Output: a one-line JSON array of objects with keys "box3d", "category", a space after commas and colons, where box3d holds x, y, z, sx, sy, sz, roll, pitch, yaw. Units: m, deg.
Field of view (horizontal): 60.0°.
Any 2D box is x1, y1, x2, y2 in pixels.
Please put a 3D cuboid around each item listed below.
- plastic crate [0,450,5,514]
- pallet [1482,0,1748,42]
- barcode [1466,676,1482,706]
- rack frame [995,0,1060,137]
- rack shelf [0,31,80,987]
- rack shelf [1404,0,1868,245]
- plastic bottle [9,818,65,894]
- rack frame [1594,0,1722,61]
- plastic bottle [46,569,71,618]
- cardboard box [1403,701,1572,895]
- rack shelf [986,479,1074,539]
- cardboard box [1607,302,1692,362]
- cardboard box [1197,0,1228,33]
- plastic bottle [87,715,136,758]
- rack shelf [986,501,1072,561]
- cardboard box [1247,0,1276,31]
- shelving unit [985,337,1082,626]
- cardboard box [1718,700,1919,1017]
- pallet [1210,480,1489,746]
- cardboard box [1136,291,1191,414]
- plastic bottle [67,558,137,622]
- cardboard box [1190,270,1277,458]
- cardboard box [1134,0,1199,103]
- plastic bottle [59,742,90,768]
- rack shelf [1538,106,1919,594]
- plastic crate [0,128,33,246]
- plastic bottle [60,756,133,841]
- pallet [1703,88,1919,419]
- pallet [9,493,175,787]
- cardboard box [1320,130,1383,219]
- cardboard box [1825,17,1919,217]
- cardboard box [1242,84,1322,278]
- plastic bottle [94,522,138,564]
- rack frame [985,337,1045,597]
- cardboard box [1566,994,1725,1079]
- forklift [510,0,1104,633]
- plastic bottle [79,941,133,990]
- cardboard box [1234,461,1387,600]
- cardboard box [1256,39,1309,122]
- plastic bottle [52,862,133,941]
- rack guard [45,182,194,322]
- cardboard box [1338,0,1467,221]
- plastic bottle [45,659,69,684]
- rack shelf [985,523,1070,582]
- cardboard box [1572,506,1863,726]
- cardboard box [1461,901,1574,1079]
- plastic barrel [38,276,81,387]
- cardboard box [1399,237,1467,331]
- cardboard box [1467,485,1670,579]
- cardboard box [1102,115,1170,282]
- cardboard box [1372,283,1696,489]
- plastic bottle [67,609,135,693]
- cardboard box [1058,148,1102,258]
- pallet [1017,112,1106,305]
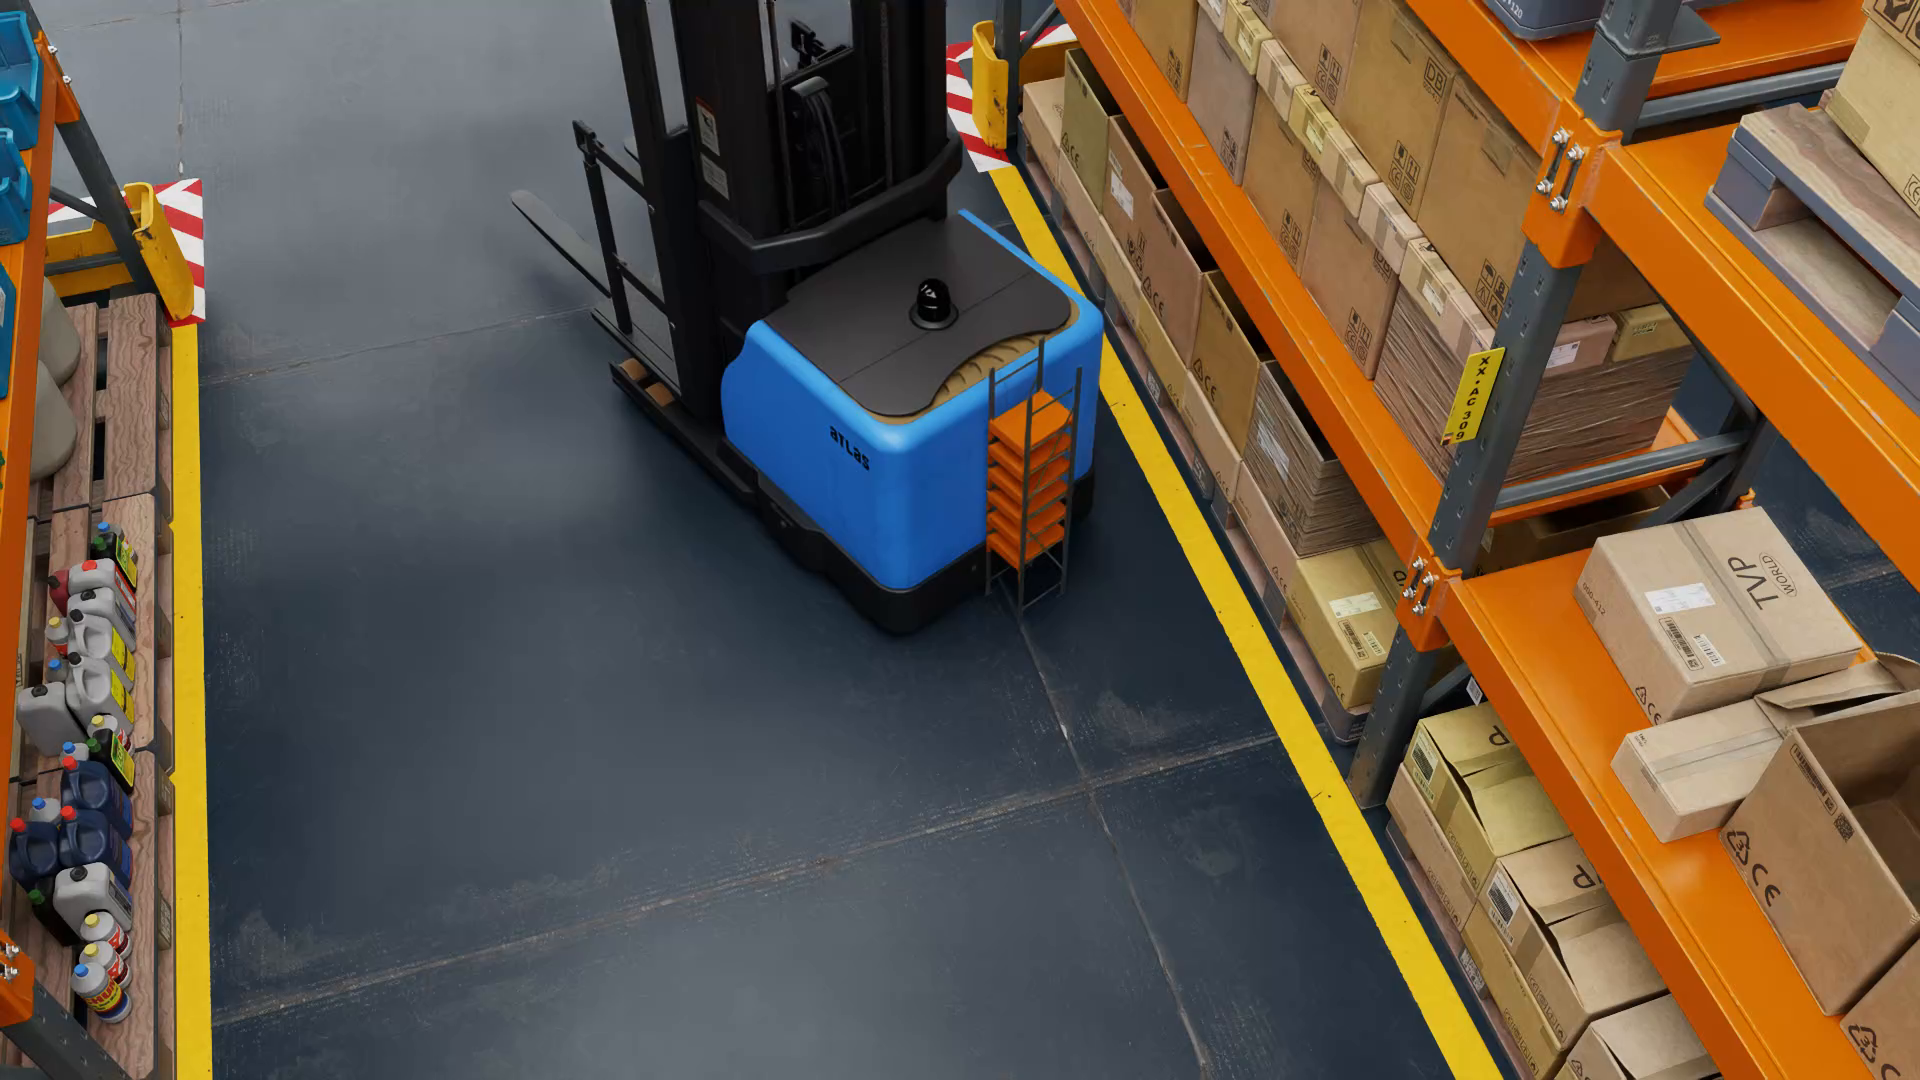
[{"box3d": [-3.021, -0.056, 4.764, 0.450, 0.188, 0.662, -13, 51, -11], "category": "plastic crate"}, {"box3d": [1.567, -1.742, 4.142, 1.003, 0.211, 1.213, -13, 51, -11], "category": "pallet"}, {"box3d": [1.522, 0.448, 4.919, 0.001, 0.075, 0.075, -13, 51, -11], "category": "barcode"}, {"box3d": [0.661, -3.108, 7.198, 1.000, 3.000, 0.127, -13, 51, -11], "category": "rack frame"}, {"box3d": [-3.481, -0.298, 5.300, 1.077, 0.370, 4.000, -13, 51, -11], "category": "rack shelf"}, {"box3d": [1.252, -2.382, 5.095, 1.077, 0.370, 4.000, -13, 51, -11], "category": "rack shelf"}, {"box3d": [-2.869, 0.992, 5.186, 0.144, 0.351, 0.185, -13, 51, -11], "category": "plastic bottle"}, {"box3d": [1.844, -2.120, 2.441, 1.000, 3.000, 0.127, -13, 51, -11], "category": "rack frame"}, {"box3d": [-3.163, 0.200, 5.898, 0.061, 0.283, 0.133, -13, 51, -11], "category": "plastic bottle"}, {"box3d": [1.728, 0.742, 5.109, 0.500, 0.311, 0.500, -13, 51, -11], "category": "cardboard box"}, {"box3d": [0.249, -0.148, 5.938, 0.258, 0.103, 0.180, -33, 57, -25], "category": "rack shelf"}, {"box3d": [1.949, -0.668, 4.651, 0.380, 0.149, 0.250, -13, 51, -11], "category": "cardboard box"}, {"box3d": [1.025, -1.891, 5.682, 0.380, 0.149, 0.250, -13, 51, -11], "category": "cardboard box"}, {"box3d": [-2.849, 0.658, 5.566, 0.097, 0.201, 0.097, 0, 50, 0], "category": "plastic bottle"}, {"box3d": [0.249, -0.071, 6.030, 0.258, 0.103, 0.180, -33, 57, -25], "category": "rack shelf"}, {"box3d": [1.261, -2.059, 5.400, 0.700, 0.500, 0.500, -13, 51, -11], "category": "cardboard box"}, {"box3d": [0.249, -0.177, 5.904, 0.258, 1.200, 0.189, -33, 57, -25], "category": "shelving unit"}, {"box3d": [2.211, 0.731, 3.896, 0.500, 0.500, 0.500, -10, 51, -8], "category": "cardboard box"}, {"box3d": [1.649, 0.122, 6.299, 1.003, 0.211, 1.213, -13, 51, -11], "category": "pallet"}, {"box3d": [1.049, -0.819, 6.792, 0.500, 0.250, 0.500, -13, 51, -11], "category": "cardboard box"}, {"box3d": [-3.062, 0.178, 5.922, 0.152, 0.276, 0.135, -13, 51, -11], "category": "plastic bottle"}, {"box3d": [1.210, -0.699, 6.200, 0.500, 0.500, 0.500, -13, 51, -11], "category": "cardboard box"}, {"box3d": [1.088, -2.050, 6.241, 0.700, 0.500, 0.500, -13, 51, -11], "category": "cardboard box"}, {"box3d": [-2.866, 0.748, 5.444, 0.097, 0.271, 0.097, 0, 50, 0], "category": "plastic bottle"}, {"box3d": [2.435, 0.539, 2.632, 1.077, 0.370, 4.000, -13, 51, -11], "category": "rack shelf"}, {"box3d": [-3.452, -1.169, 5.661, 0.499, 0.251, 0.408, -13, 51, -11], "category": "plastic crate"}, {"box3d": [-2.787, 0.821, 5.330, 0.144, 0.351, 0.185, -15, 52, -13], "category": "plastic bottle"}, {"box3d": [2.117, -0.450, 3.121, 0.805, 0.209, 1.217, -15, 52, -12], "category": "pallet"}, {"box3d": [-3.412, 0.437, 6.033, 1.003, 0.211, 1.213, -13, 51, -11], "category": "pallet"}, {"box3d": [1.329, -1.141, 5.050, 0.380, 0.149, 0.250, -13, 51, -11], "category": "cardboard box"}, {"box3d": [2.017, -0.788, 3.104, 0.500, 0.250, 0.500, -9, 50, -7], "category": "cardboard box"}, {"box3d": [1.400, -1.293, 5.602, 0.700, 0.500, 0.500, -13, 51, -10], "category": "cardboard box"}, {"box3d": [-3.110, 0.012, 6.111, 0.097, 0.201, 0.097, 0, 50, 0], "category": "plastic bottle"}, {"box3d": [0.189, -0.230, 5.949, 0.240, 1.200, 0.006, -33, 57, -25], "category": "rack frame"}, {"box3d": [2.025, 1.486, 4.482, 0.500, 0.311, 0.500, -15, 51, -12], "category": "cardboard box"}, {"box3d": [-0.816, -1.661, 6.023, 1.130, 2.935, 3.031, -33, 57, -25], "category": "forklift"}, {"box3d": [-2.595, 1.285, 5.037, 0.097, 0.201, 0.097, 0, 50, 0], "category": "plastic bottle"}, {"box3d": [1.359, -0.092, 6.179, 0.500, 0.250, 0.500, -13, 51, -11], "category": "cardboard box"}, {"box3d": [1.185, -1.506, 5.358, 0.380, 0.149, 0.250, -12, 51, -10], "category": "cardboard box"}, {"box3d": [-2.686, 1.105, 5.140, 0.152, 0.276, 0.135, -12, 51, -10], "category": "plastic bottle"}, {"box3d": [-4.005, -1.140, 7.174, 1.175, 0.500, 0.348, -13, 51, -11], "category": "rack guard"}, {"box3d": [1.556, -1.328, 4.784, 0.700, 0.500, 0.500, -13, 51, -11], "category": "cardboard box"}, {"box3d": [-3.070, 0.483, 5.714, 0.097, 0.201, 0.097, 0, 50, 0], "category": "plastic bottle"}, {"box3d": [0.249, 0.006, 6.122, 0.258, 0.103, 0.180, -33, 57, -25], "category": "rack shelf"}, {"box3d": [2.031, 0.211, 4.498, 0.500, 0.250, 0.500, -10, 51, -9], "category": "cardboard box"}, {"box3d": [1.876, 1.289, 5.015, 0.500, 0.250, 0.500, -12, 51, -10], "category": "cardboard box"}, {"box3d": [-3.804, -0.861, 6.656, 0.421, 0.512, 0.421, 0, 50, 0], "category": "plastic barrel"}, {"box3d": [1.488, -0.759, 4.728, 0.380, 0.149, 0.250, -14, 51, -12], "category": "cardboard box"}, {"box3d": [2.006, -0.087, 5.684, 0.500, 0.500, 0.500, -13, 51, -11], "category": "cardboard box"}, {"box3d": [0.917, -1.430, 6.816, 0.500, 0.500, 0.500, -13, 51, -11], "category": "cardboard box"}, {"box3d": [1.707, -0.541, 4.969, 0.700, 0.500, 0.500, -15, 51, -12], "category": "cardboard box"}, {"box3d": [-2.968, 0.375, 5.706, 0.144, 0.351, 0.185, -11, 51, -9], "category": "plastic bottle"}, {"box3d": [0.758, -1.551, 7.409, 0.500, 0.250, 0.500, -13, 51, -11], "category": "cardboard box"}, {"box3d": [0.927, -1.660, 7.801, 1.003, 0.211, 1.213, -13, 51, -11], "category": "pallet"}]
